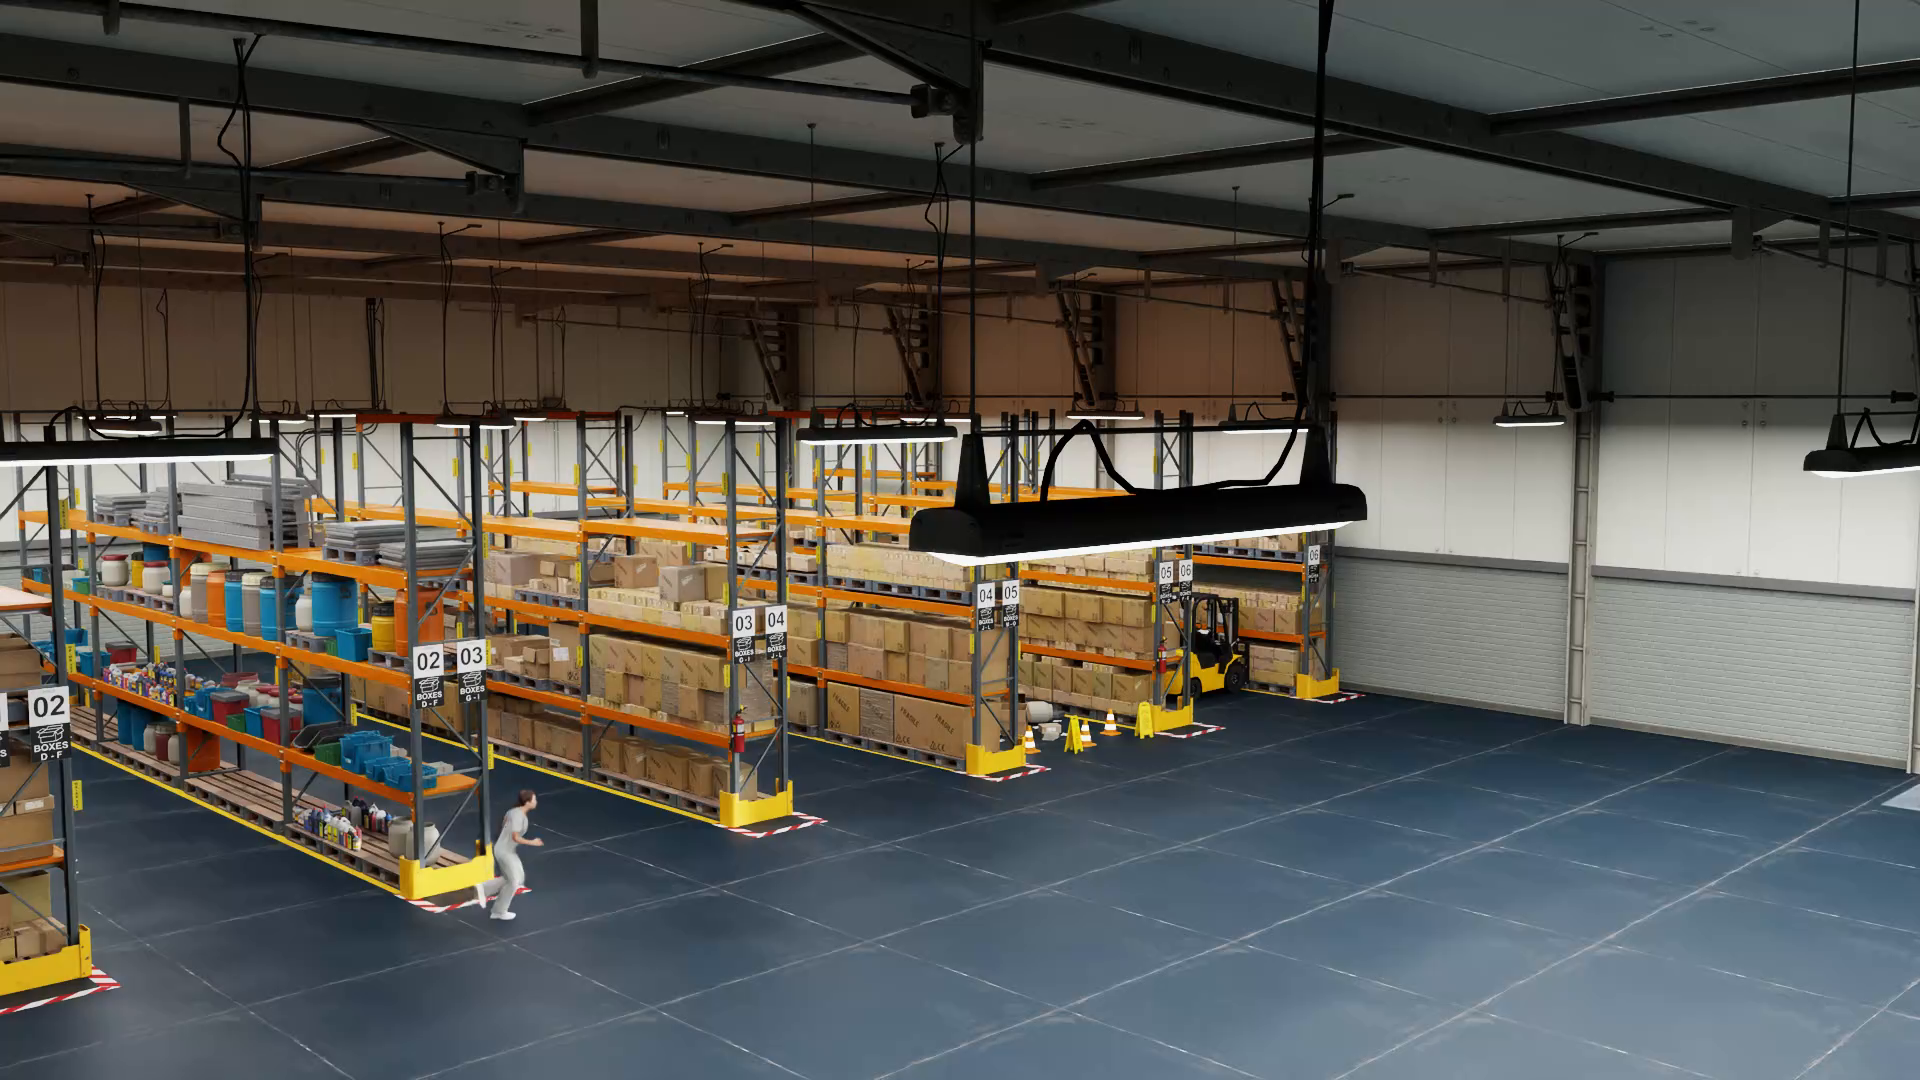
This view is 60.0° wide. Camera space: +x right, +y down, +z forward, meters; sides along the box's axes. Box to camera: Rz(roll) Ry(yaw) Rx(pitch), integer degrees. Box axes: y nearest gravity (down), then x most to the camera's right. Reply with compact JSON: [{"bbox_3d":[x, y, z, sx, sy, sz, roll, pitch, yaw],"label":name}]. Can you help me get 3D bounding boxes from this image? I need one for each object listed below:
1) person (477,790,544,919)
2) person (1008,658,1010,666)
[{"bbox_3d":[-5.473,3.810,20.249,0.812,1.555,0.572,-1,5,-9],"label":"person"},{"bbox_3d":[0.841,2.257,37.600,0.861,1.609,0.609,5,7,43],"label":"person"}]
